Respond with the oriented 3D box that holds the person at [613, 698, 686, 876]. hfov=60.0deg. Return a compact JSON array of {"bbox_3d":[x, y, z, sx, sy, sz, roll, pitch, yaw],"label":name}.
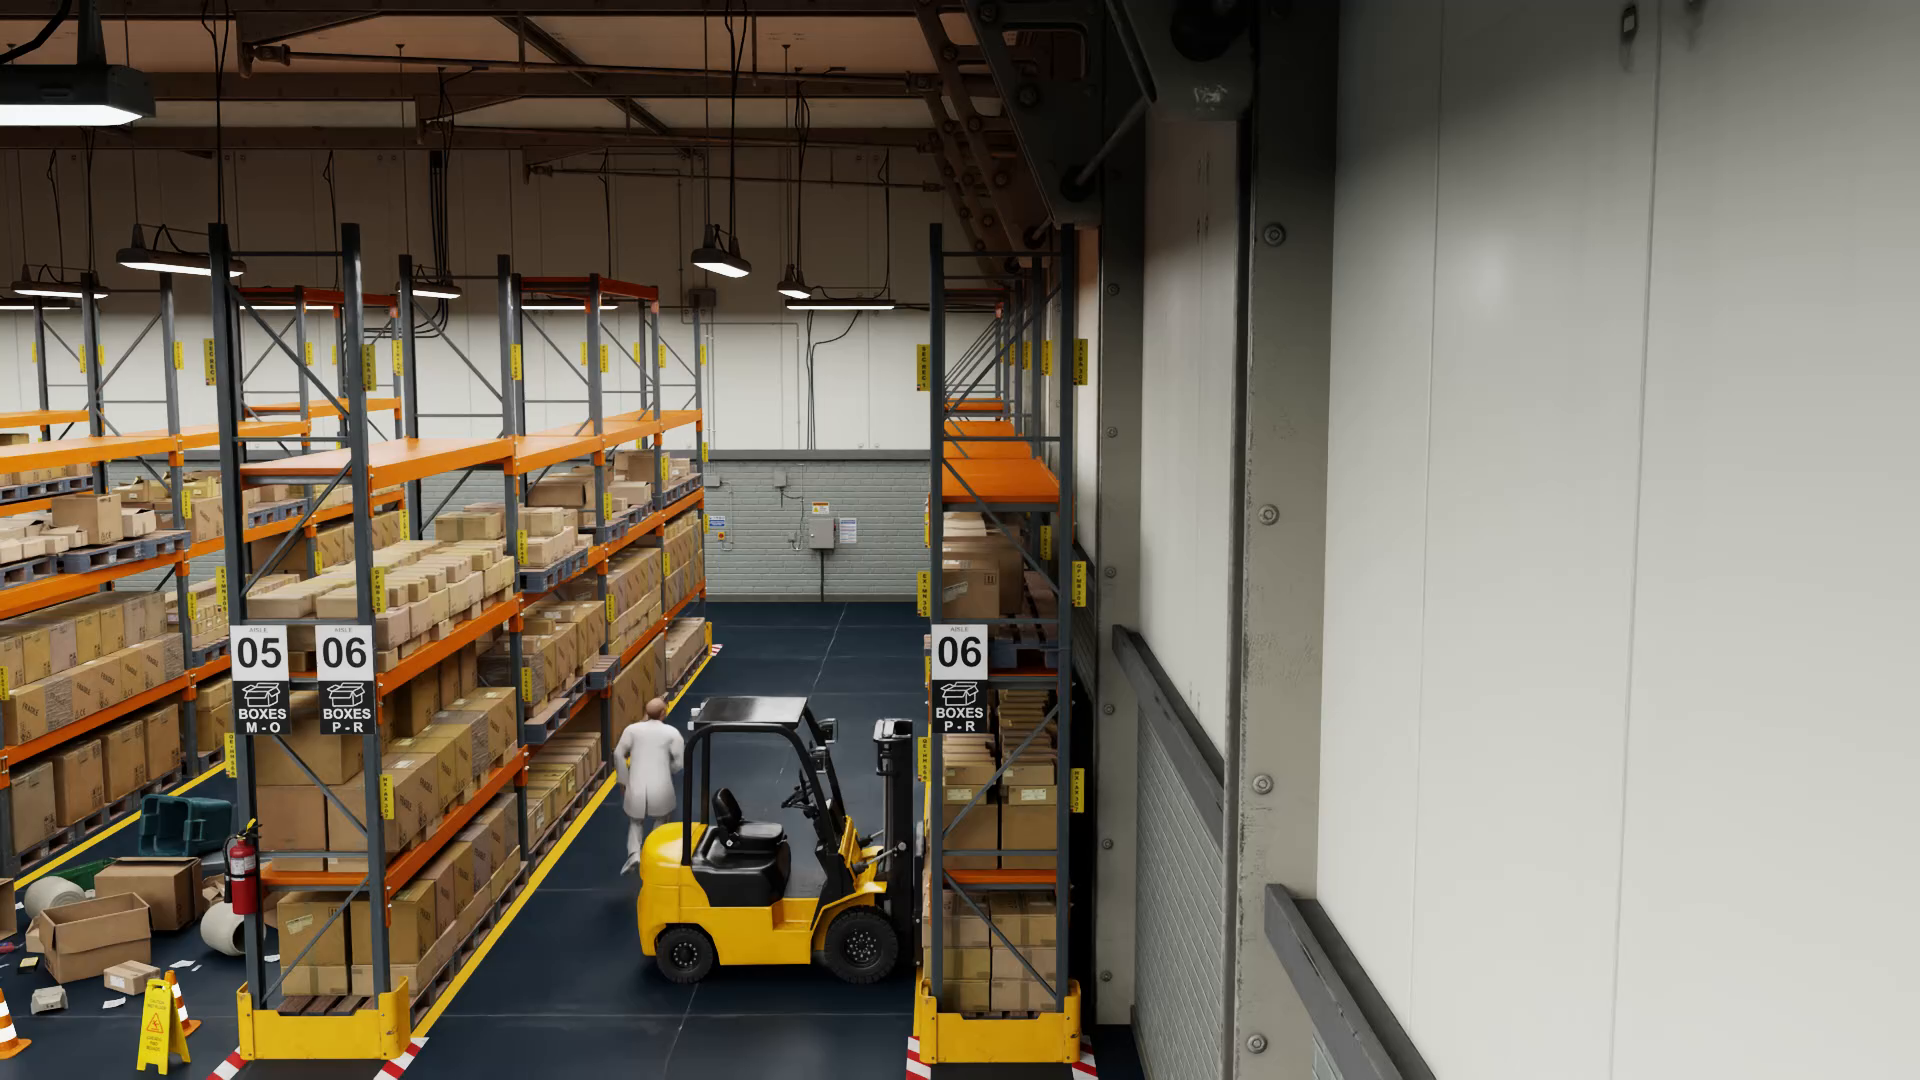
[{"bbox_3d":[-2.948,2.347,15.854,0.705,1.647,0.823,0,7,1],"label":"person"}]
